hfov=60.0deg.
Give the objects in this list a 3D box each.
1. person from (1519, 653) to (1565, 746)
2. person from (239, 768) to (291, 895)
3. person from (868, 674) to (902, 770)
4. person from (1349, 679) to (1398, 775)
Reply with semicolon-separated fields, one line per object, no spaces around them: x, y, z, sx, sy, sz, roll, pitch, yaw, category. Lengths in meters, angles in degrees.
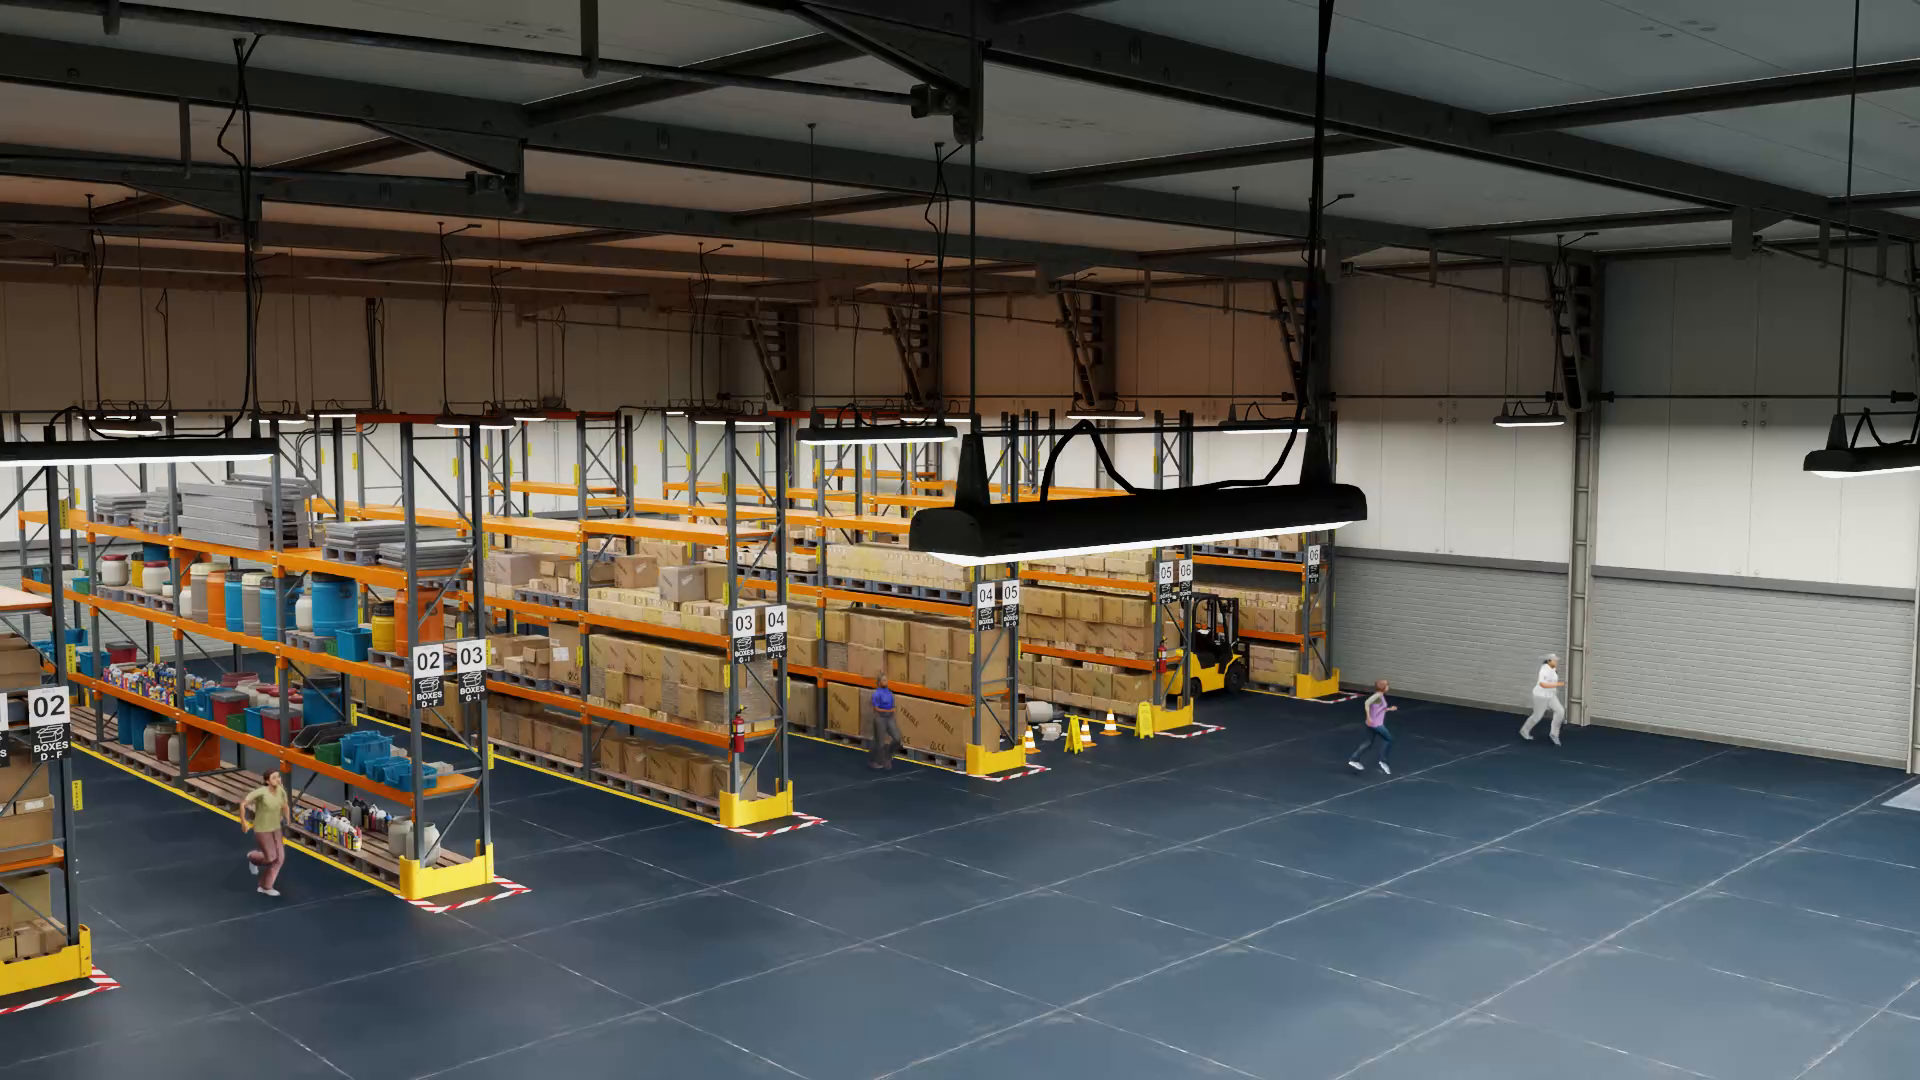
10.610;2.889;30.277;0.829;1.704;0.626;4;7;42;person
-8.823;3.705;21.167;0.647;1.621;0.617;3;6;31;person
-1.257;3.076;28.033;0.670;1.648;0.546;4;7;40;person
6.920;3.137;27.822;0.790;1.589;0.555;1;5;9;person
